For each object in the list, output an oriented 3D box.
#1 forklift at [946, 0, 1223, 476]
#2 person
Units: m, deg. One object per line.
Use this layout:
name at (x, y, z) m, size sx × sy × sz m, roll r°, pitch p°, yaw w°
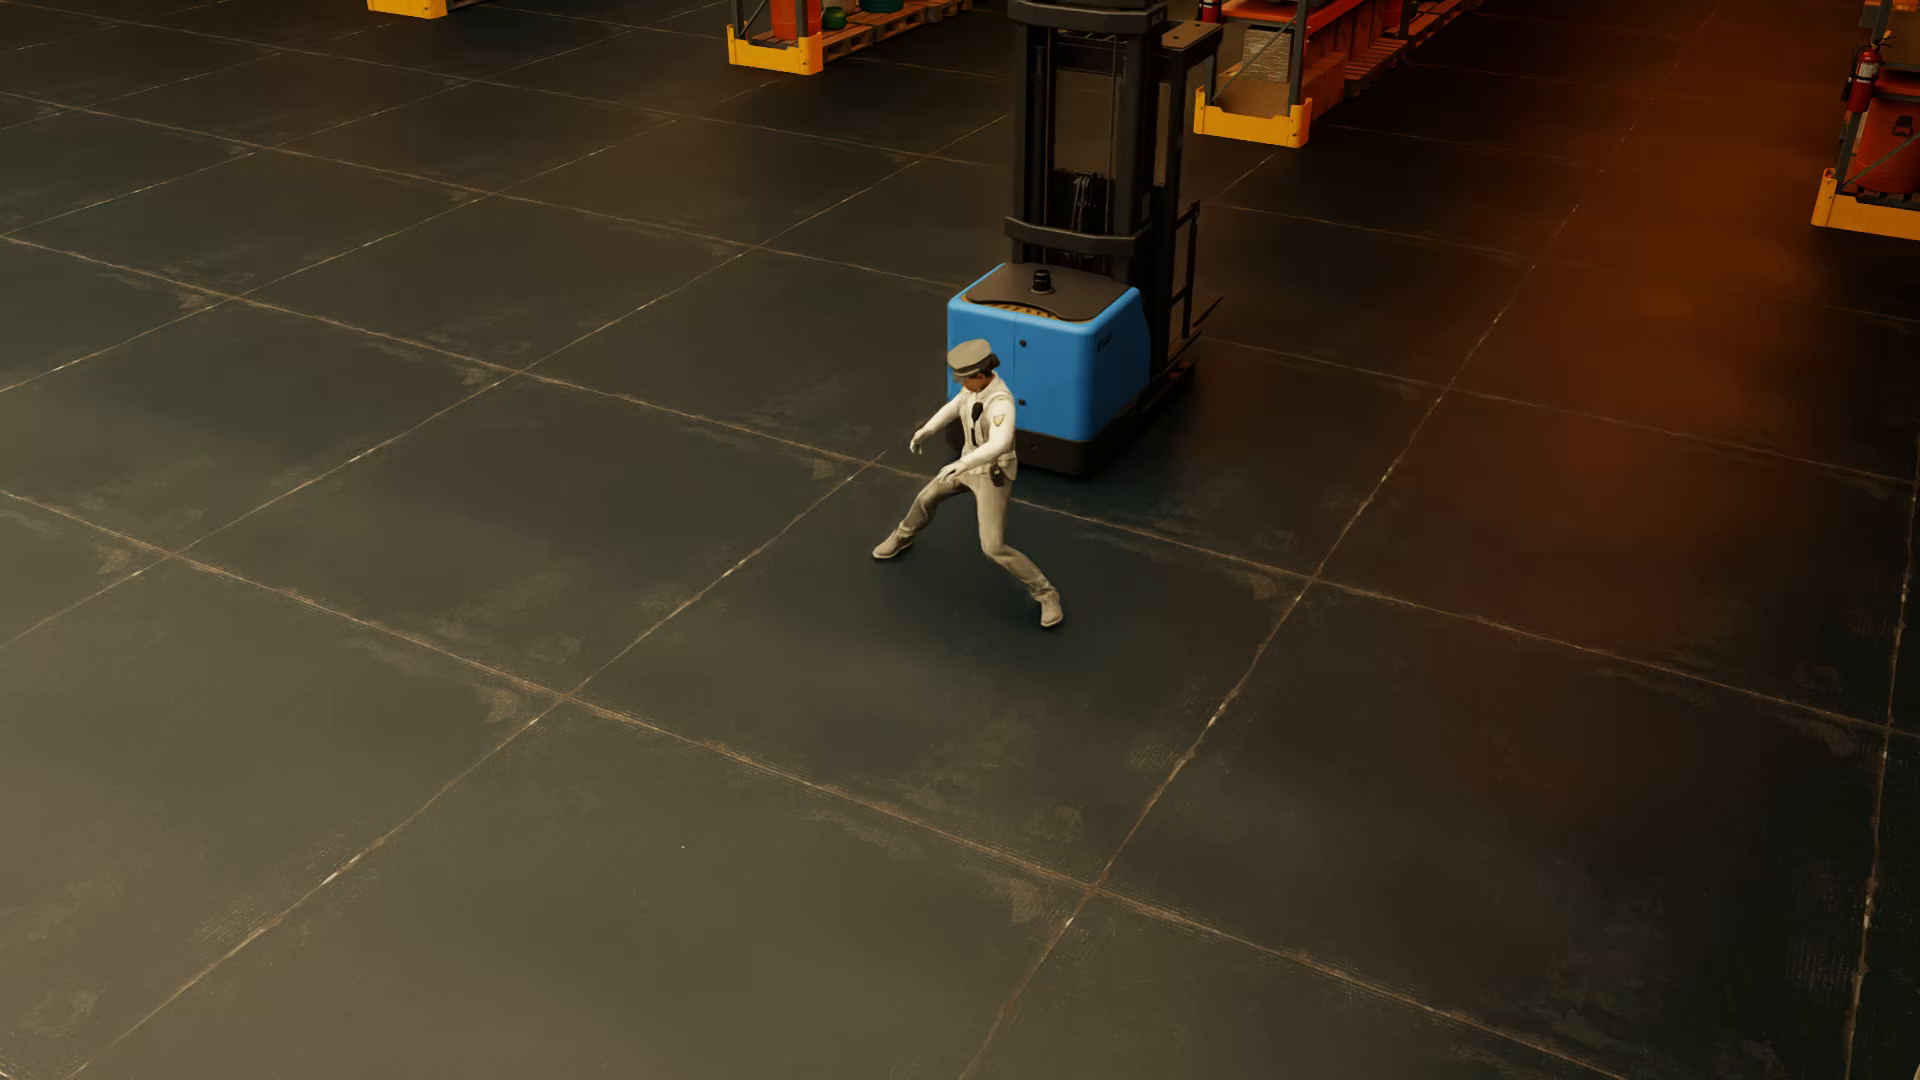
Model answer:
forklift at (1.035, -2.389, 11.209) m, size 1.130 × 2.935 × 3.031 m, roll 15°, pitch 33°, yaw 24°
person at (0.032, -0.365, 9.161) m, size 0.779 × 1.467 × 1.245 m, roll -11°, pitch 32°, yaw -18°
